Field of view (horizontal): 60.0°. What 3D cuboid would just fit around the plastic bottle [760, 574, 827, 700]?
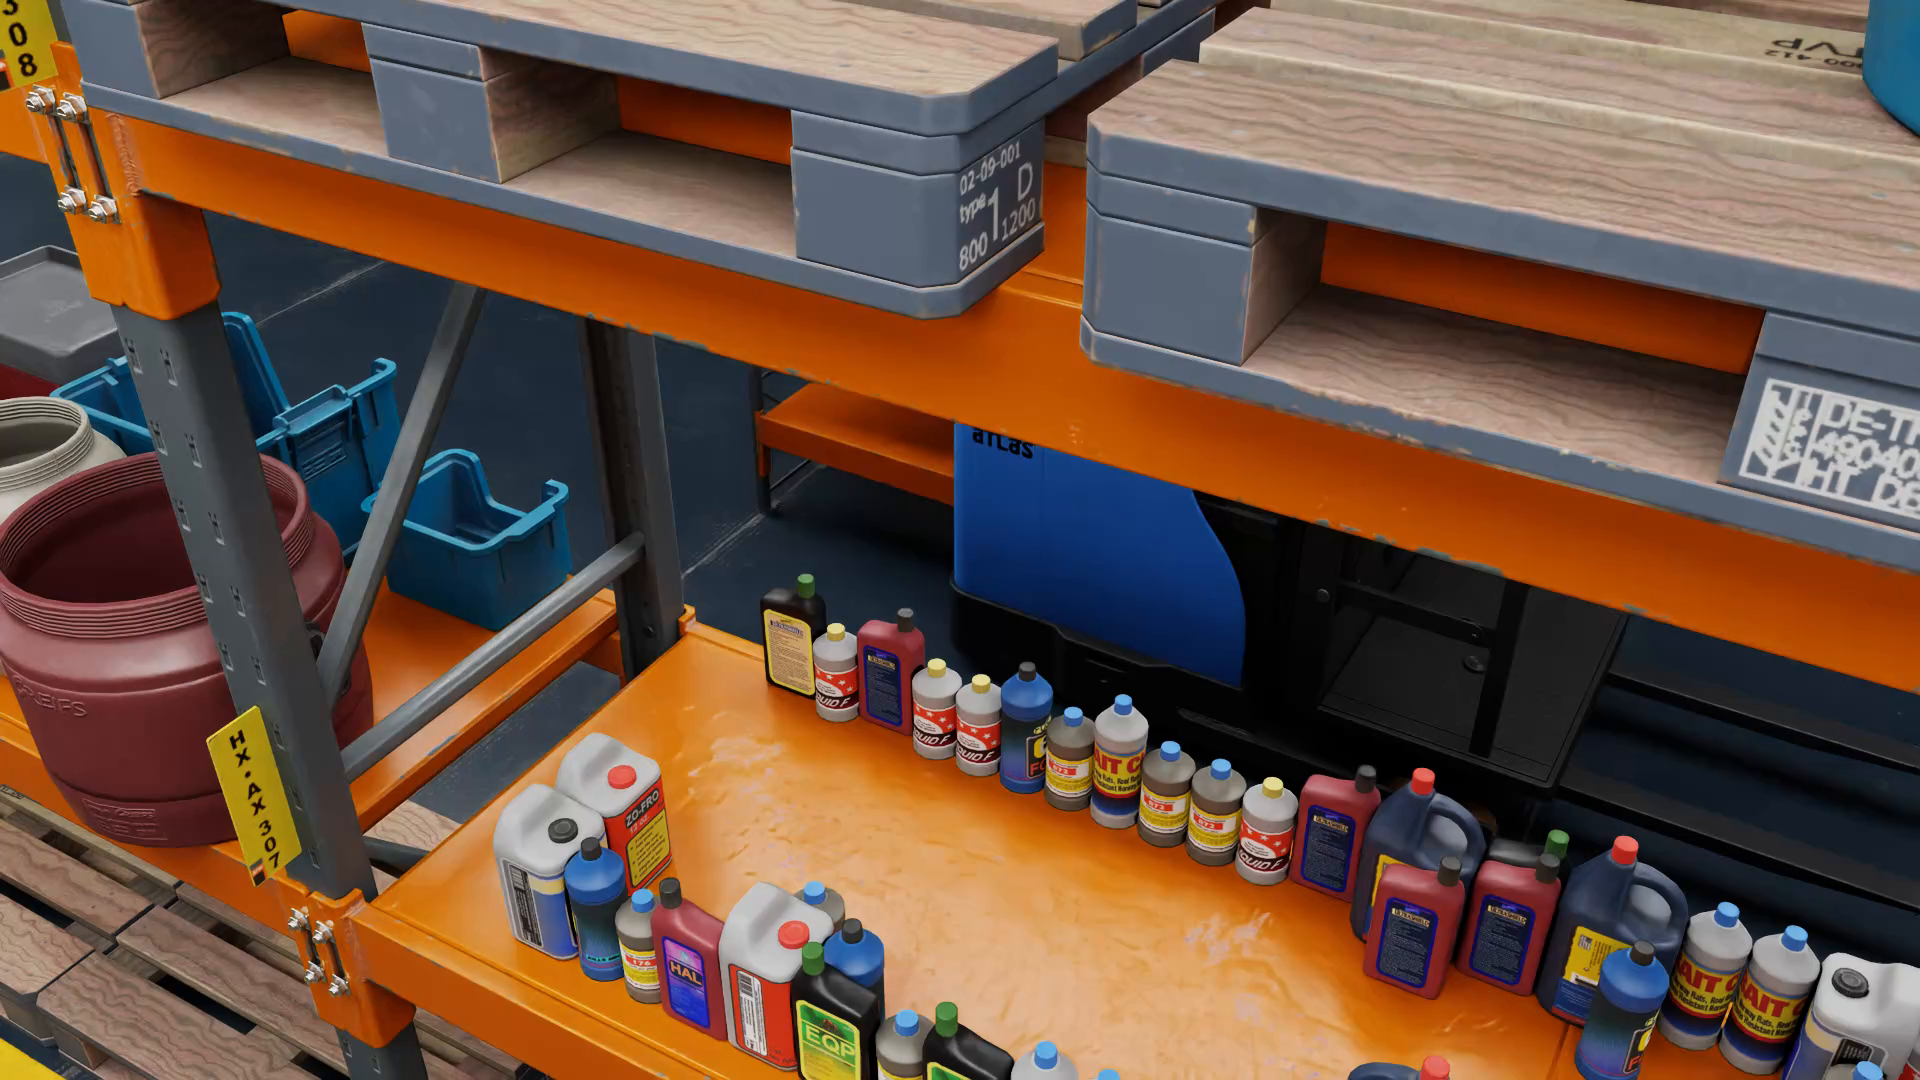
[{"bbox_3d":[-0.336,0.183,3.374,0.133,0.283,0.061,18,37,24],"label":"plastic bottle"}]

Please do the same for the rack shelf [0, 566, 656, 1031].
[{"bbox_3d":[-2.635,-0.022,4.225,4.000,0.370,1.077,18,37,24],"label":"rack shelf"}]

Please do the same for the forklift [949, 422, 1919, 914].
[{"bbox_3d":[1.494,-0.630,4.552,3.031,2.935,1.130,18,38,25],"label":"forklift"}]

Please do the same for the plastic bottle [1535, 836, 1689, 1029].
[{"bbox_3d":[1.050,0.621,2.656,0.185,0.351,0.144,18,37,24],"label":"plastic bottle"}]

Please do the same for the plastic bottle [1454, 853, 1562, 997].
[{"bbox_3d":[0.902,0.615,2.726,0.133,0.283,0.061,18,37,24],"label":"plastic bottle"}]

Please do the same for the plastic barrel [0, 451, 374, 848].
[{"bbox_3d":[-1.452,0.190,3.135,0.708,0.536,0.600,18,37,24],"label":"plastic barrel"}]

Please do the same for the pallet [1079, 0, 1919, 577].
[{"bbox_3d":[0.859,-0.320,1.488,1.213,0.211,1.003,18,37,24],"label":"pallet"}]

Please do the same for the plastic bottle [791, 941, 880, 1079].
[{"bbox_3d":[-0.188,0.738,2.541,0.133,0.283,0.061,18,37,24],"label":"plastic bottle"}]

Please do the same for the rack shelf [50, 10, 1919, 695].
[{"bbox_3d":[0.838,-0.170,1.742,4.000,0.370,1.077,18,37,24],"label":"rack shelf"}]

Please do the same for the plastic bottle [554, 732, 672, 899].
[{"bbox_3d":[-0.608,0.482,2.932,0.135,0.276,0.152,18,37,24],"label":"plastic bottle"}]

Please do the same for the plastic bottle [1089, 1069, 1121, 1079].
[{"bbox_3d":[0.206,0.856,2.374,0.097,0.271,0.097,0,34,0],"label":"plastic bottle"}]

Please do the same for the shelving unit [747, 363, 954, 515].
[{"bbox_3d":[-0.198,-0.541,6.048,1.048,1.125,0.538,18,38,25],"label":"shelving unit"}]

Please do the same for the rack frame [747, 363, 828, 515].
[{"bbox_3d":[-0.634,-0.686,6.265,0.032,1.125,0.500,18,38,25],"label":"rack frame"}]

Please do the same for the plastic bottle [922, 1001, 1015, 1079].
[{"bbox_3d":[0.012,0.802,2.445,0.133,0.283,0.061,18,37,24],"label":"plastic bottle"}]

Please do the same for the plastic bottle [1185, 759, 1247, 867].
[{"bbox_3d":[0.463,0.482,2.999,0.097,0.201,0.097,0,34,0],"label":"plastic bottle"}]

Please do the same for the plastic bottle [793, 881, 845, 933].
[{"bbox_3d":[-0.236,0.648,2.749,0.097,0.201,0.097,0,34,0],"label":"plastic bottle"}]

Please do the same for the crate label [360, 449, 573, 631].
[{"bbox_3d":[-1.079,0.002,3.691,0.416,0.233,0.303,18,37,24],"label":"crate label"}]

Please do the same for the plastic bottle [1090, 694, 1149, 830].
[{"bbox_3d":[0.294,0.399,3.060,0.097,0.271,0.097,0,34,0],"label":"plastic bottle"}]

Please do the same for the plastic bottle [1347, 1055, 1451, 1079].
[{"bbox_3d":[0.616,0.841,2.325,0.185,0.351,0.144,18,37,24],"label":"plastic bottle"}]

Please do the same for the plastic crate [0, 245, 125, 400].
[{"bbox_3d":[-2.150,-0.389,4.071,0.583,0.464,0.402,18,37,24],"label":"plastic crate"}]

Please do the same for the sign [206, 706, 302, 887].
[{"bbox_3d":[-1.166,0.428,2.754,0.005,0.325,0.100,18,37,24],"label":"sign"}]

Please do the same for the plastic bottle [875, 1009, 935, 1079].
[{"bbox_3d":[-0.079,0.795,2.529,0.097,0.201,0.097,0,34,0],"label":"plastic bottle"}]

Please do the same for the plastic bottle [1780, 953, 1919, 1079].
[{"bbox_3d":[1.356,0.752,2.527,0.135,0.276,0.152,18,37,24],"label":"plastic bottle"}]

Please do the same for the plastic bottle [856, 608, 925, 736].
[{"bbox_3d":[-0.136,0.247,3.278,0.133,0.283,0.061,18,37,24],"label":"plastic bottle"}]

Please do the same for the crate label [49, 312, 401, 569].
[{"bbox_3d":[-1.627,-0.189,3.796,0.616,0.435,0.502,18,37,24],"label":"crate label"}]

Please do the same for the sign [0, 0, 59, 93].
[{"bbox_3d":[-1.166,-0.709,1.997,0.005,0.325,0.100,18,37,24],"label":"sign"}]

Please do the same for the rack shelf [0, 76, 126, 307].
[{"bbox_3d":[-2.635,-1.270,3.394,4.000,0.370,1.077,18,37,24],"label":"rack shelf"}]

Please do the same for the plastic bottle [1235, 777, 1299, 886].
[{"bbox_3d":[0.547,0.509,2.959,0.097,0.201,0.097,0,34,0],"label":"plastic bottle"}]

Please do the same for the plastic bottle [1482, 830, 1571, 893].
[{"bbox_3d":[0.933,0.585,2.770,0.133,0.283,0.061,18,37,24],"label":"plastic bottle"}]

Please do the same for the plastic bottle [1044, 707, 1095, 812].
[{"bbox_3d":[0.209,0.402,3.120,0.097,0.201,0.097,0,34,0],"label":"plastic bottle"}]

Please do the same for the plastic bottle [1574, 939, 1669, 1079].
[{"bbox_3d":[1.028,0.724,2.572,0.097,0.271,0.097,0,34,0],"label":"plastic bottle"}]

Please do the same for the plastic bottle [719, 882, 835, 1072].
[{"bbox_3d":[-0.282,0.682,2.631,0.135,0.276,0.152,18,37,24],"label":"plastic bottle"}]

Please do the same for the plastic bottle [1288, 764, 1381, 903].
[{"bbox_3d":[0.656,0.498,2.902,0.133,0.283,0.061,18,37,24],"label":"plastic bottle"}]

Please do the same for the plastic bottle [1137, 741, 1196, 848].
[{"bbox_3d":[0.378,0.455,3.039,0.097,0.201,0.097,0,34,0],"label":"plastic bottle"}]

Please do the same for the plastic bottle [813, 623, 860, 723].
[{"bbox_3d":[-0.245,0.258,3.335,0.097,0.201,0.097,0,34,0],"label":"plastic bottle"}]

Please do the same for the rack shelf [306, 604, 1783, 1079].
[{"bbox_3d":[0.838,1.078,2.573,4.000,0.370,1.077,18,37,24],"label":"rack shelf"}]

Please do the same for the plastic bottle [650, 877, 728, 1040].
[{"bbox_3d":[-0.421,0.664,2.651,0.133,0.283,0.061,18,37,24],"label":"plastic bottle"}]

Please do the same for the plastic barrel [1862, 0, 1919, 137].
[{"bbox_3d":[1.016,-0.699,1.056,0.708,0.901,0.600,18,37,24],"label":"plastic barrel"}]

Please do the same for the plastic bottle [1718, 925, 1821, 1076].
[{"bbox_3d":[1.269,0.708,2.596,0.097,0.271,0.097,0,34,0],"label":"plastic bottle"}]

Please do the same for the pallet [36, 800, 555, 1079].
[{"bbox_3d":[-1.552,1.158,4.321,1.213,0.211,1.003,18,37,24],"label":"pallet"}]

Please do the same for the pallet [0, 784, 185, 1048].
[{"bbox_3d":[-2.607,0.822,4.826,1.213,0.211,1.003,18,37,24],"label":"pallet"}]

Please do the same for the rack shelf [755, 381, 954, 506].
[{"bbox_3d":[-0.198,-0.338,6.184,1.000,0.278,0.538,18,38,25],"label":"rack shelf"}]

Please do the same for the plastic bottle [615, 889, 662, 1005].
[{"bbox_3d":[-0.512,0.658,2.735,0.097,0.201,0.097,0,34,0],"label":"plastic bottle"}]

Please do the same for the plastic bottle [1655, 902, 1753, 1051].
[{"bbox_3d":[1.184,0.682,2.636,0.097,0.271,0.097,0,34,0],"label":"plastic bottle"}]

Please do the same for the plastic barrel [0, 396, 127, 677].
[{"bbox_3d":[-1.898,0.002,3.439,0.421,0.512,0.421,0,34,0],"label":"plastic barrel"}]

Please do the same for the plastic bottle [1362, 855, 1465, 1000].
[{"bbox_3d":[0.745,0.618,2.721,0.133,0.283,0.061,18,37,24],"label":"plastic bottle"}]

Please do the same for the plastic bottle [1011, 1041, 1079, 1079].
[{"bbox_3d":[0.121,0.829,2.414,0.097,0.271,0.097,0,34,0],"label":"plastic bottle"}]

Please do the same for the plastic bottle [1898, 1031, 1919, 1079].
[{"bbox_3d":[1.470,0.801,2.520,0.097,0.201,0.097,0,34,0],"label":"plastic bottle"}]

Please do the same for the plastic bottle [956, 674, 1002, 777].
[{"bbox_3d":[0.040,0.348,3.200,0.097,0.201,0.097,0,34,0],"label":"plastic bottle"}]

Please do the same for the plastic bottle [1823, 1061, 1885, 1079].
[{"bbox_3d":[1.310,0.848,2.450,0.097,0.201,0.097,0,34,0],"label":"plastic bottle"}]

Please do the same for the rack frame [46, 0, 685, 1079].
[{"bbox_3d":[-0.899,0.229,3.200,0.127,3.000,1.000,18,37,24],"label":"rack frame"}]

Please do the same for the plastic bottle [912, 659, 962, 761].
[{"bbox_3d":[-0.045,0.322,3.240,0.097,0.201,0.097,0,34,0],"label":"plastic bottle"}]

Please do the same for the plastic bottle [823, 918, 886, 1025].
[{"bbox_3d":[-0.165,0.700,2.609,0.097,0.271,0.097,0,34,0],"label":"plastic bottle"}]

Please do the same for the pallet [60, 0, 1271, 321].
[{"bbox_3d":[-0.283,-0.684,2.034,1.213,0.211,1.003,18,37,24],"label":"pallet"}]

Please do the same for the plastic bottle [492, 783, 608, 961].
[{"bbox_3d":[-0.684,0.555,2.822,0.135,0.276,0.152,18,37,24],"label":"plastic bottle"}]

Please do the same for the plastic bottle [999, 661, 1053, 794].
[{"bbox_3d":[0.124,0.346,3.140,0.097,0.271,0.097,0,34,0],"label":"plastic bottle"}]

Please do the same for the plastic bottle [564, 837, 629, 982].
[{"bbox_3d":[-0.597,0.602,2.756,0.097,0.271,0.097,0,34,0],"label":"plastic bottle"}]

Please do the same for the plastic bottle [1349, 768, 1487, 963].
[{"bbox_3d":[0.774,0.533,2.787,0.185,0.351,0.144,18,37,24],"label":"plastic bottle"}]
